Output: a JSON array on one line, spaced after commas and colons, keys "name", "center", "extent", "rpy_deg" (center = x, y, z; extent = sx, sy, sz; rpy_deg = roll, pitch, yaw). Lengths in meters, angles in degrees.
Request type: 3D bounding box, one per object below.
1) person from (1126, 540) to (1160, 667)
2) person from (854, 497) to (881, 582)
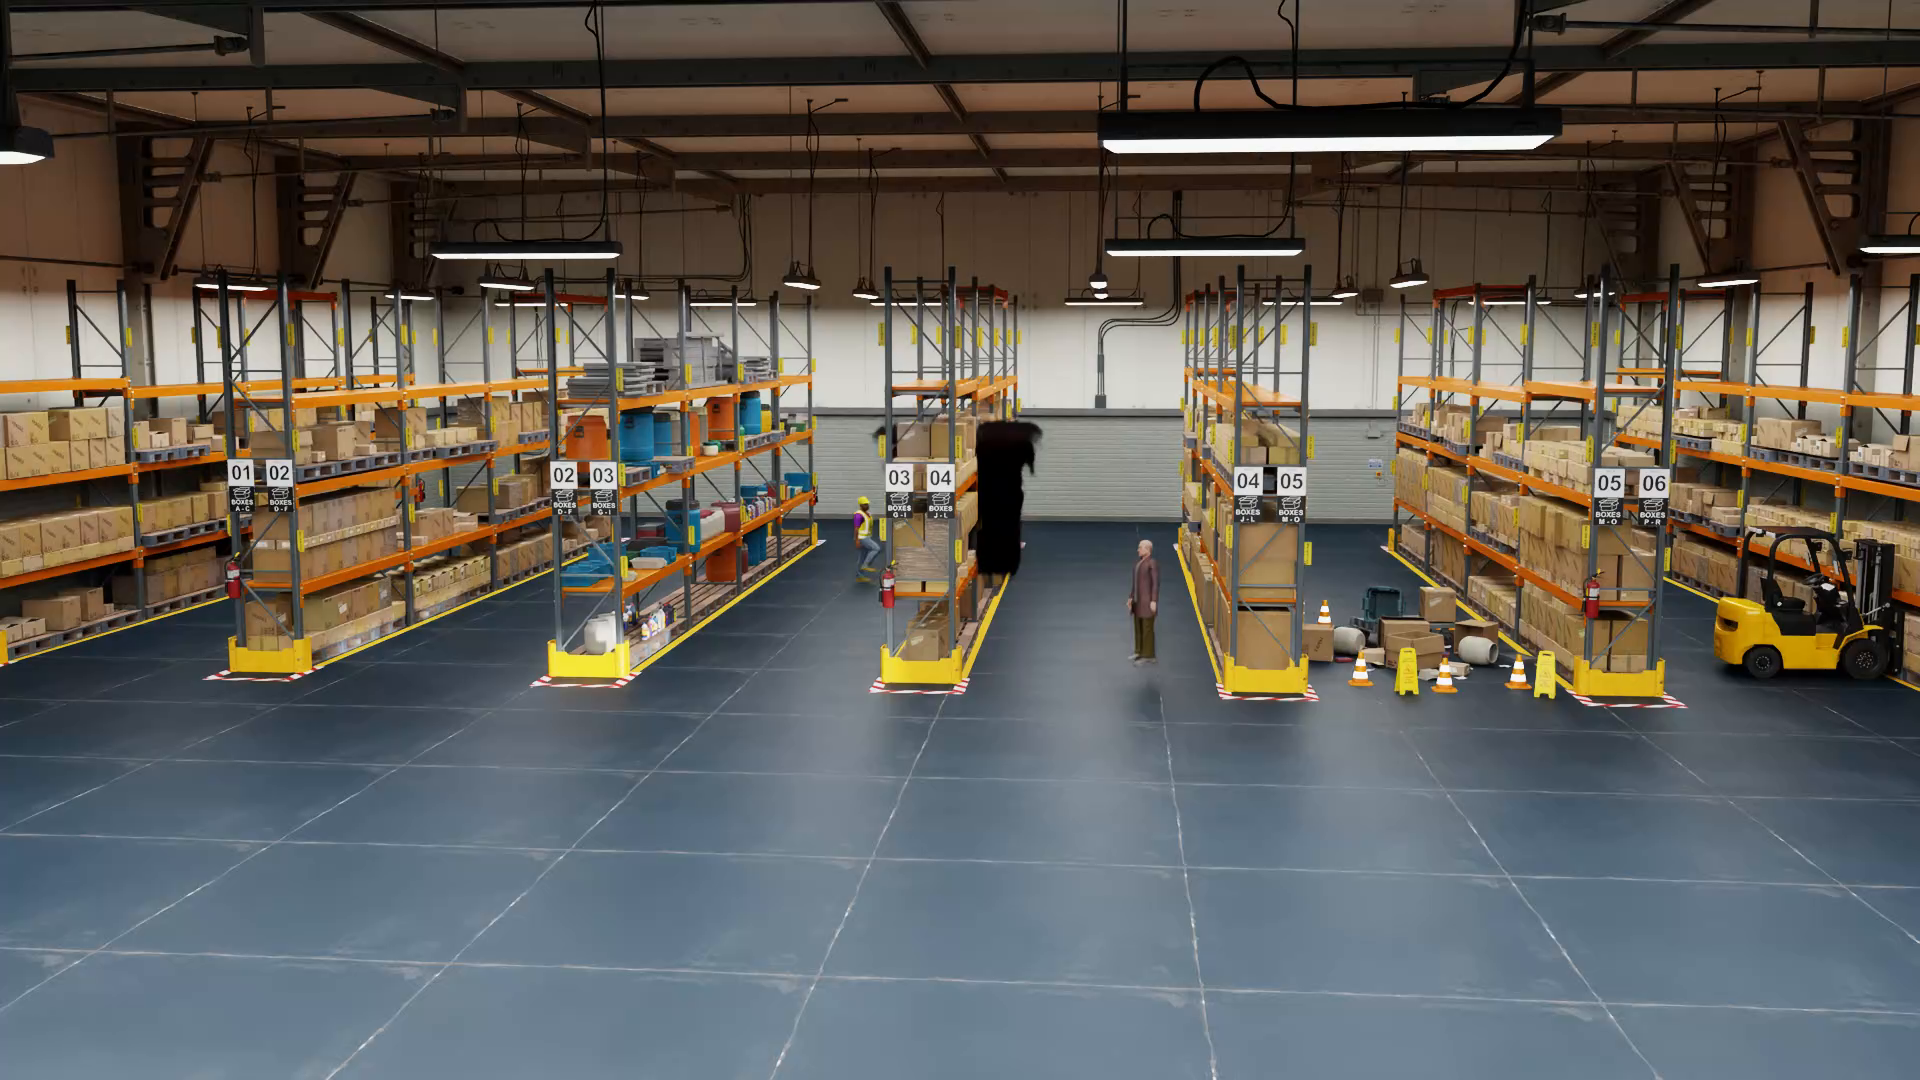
[{"name": "person", "center": [2.623, 0.897, 24.120], "extent": [0.413, 1.801, 0.628], "rpy_deg": [-2, 7, -20]}, {"name": "person", "center": [-1.858, -0.004, 33.961], "extent": [0.615, 1.769, 0.602], "rpy_deg": [2, 7, 17]}]
